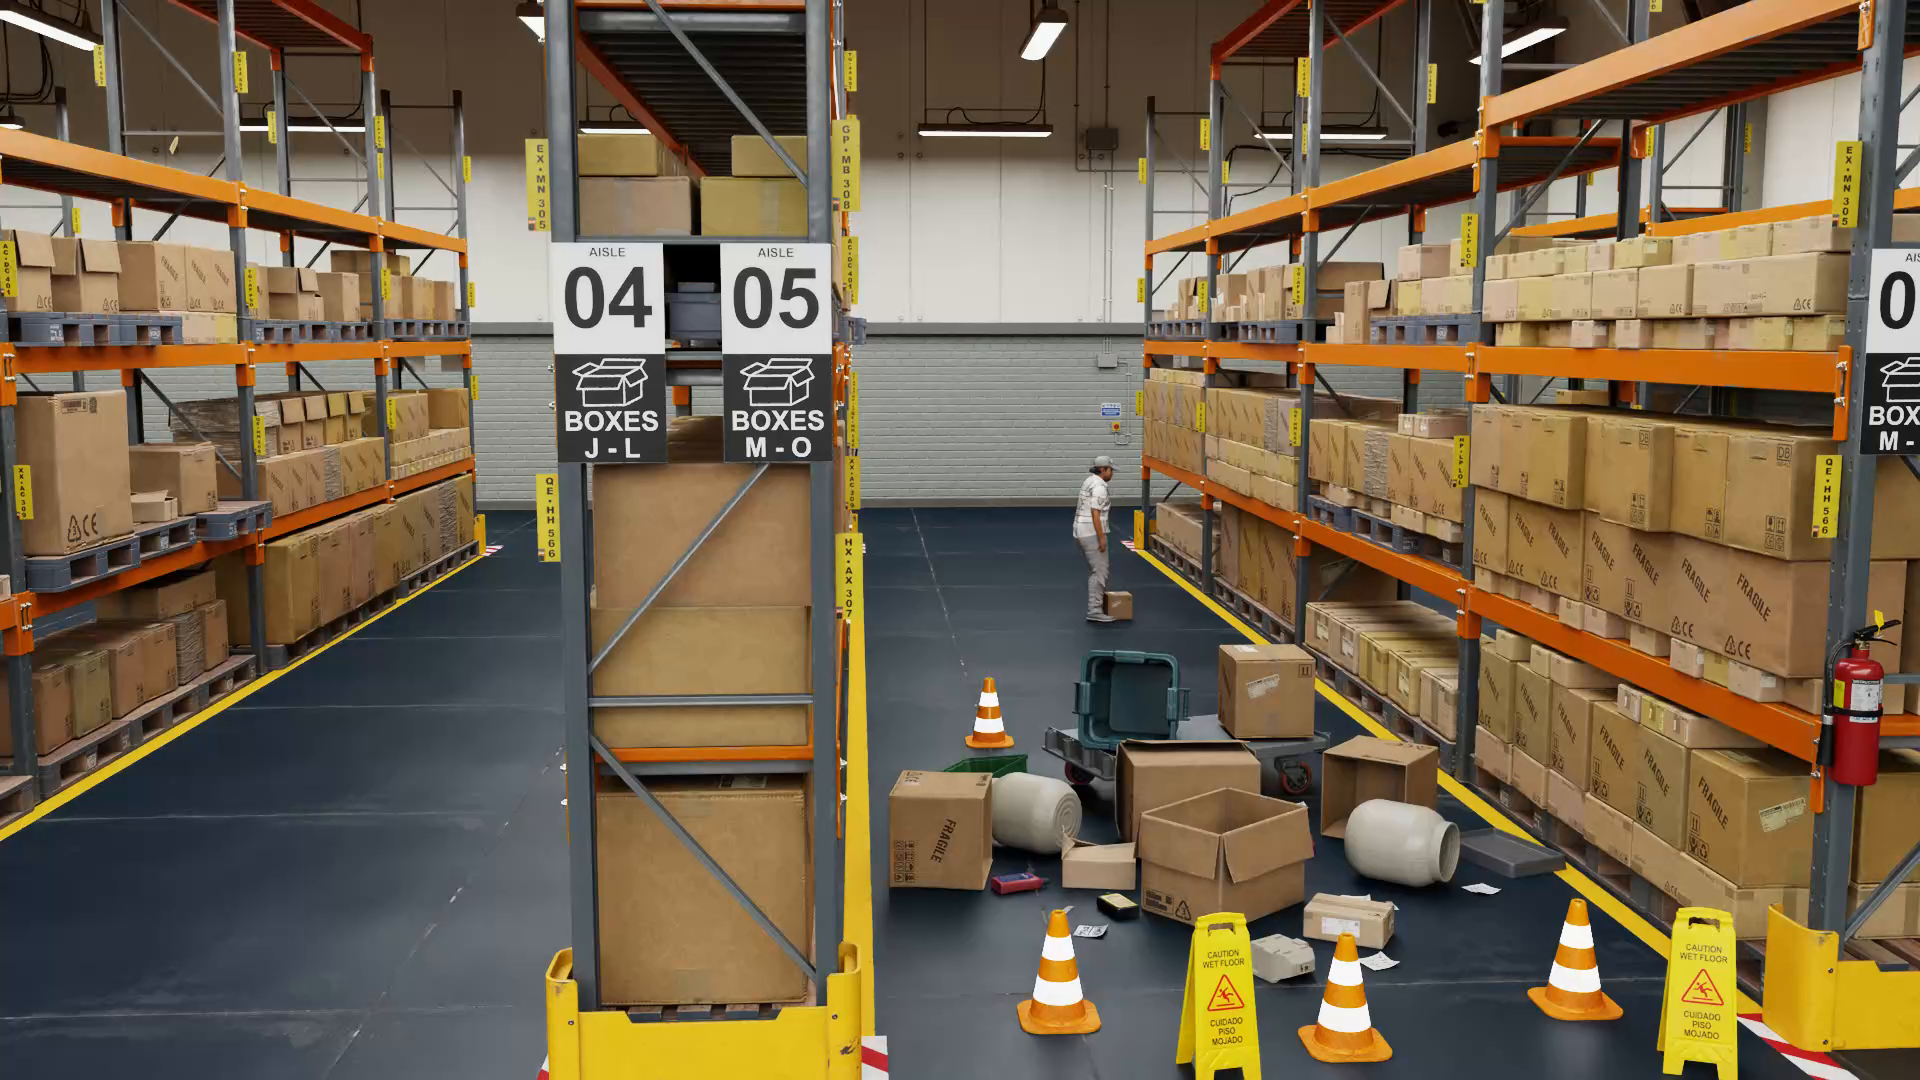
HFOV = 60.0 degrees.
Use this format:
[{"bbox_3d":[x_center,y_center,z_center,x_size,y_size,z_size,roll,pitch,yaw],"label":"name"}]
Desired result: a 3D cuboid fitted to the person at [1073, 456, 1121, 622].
[{"bbox_3d":[1.410,-0.026,16.940,0.459,1.666,0.547,-1,7,-4],"label":"person"}]
